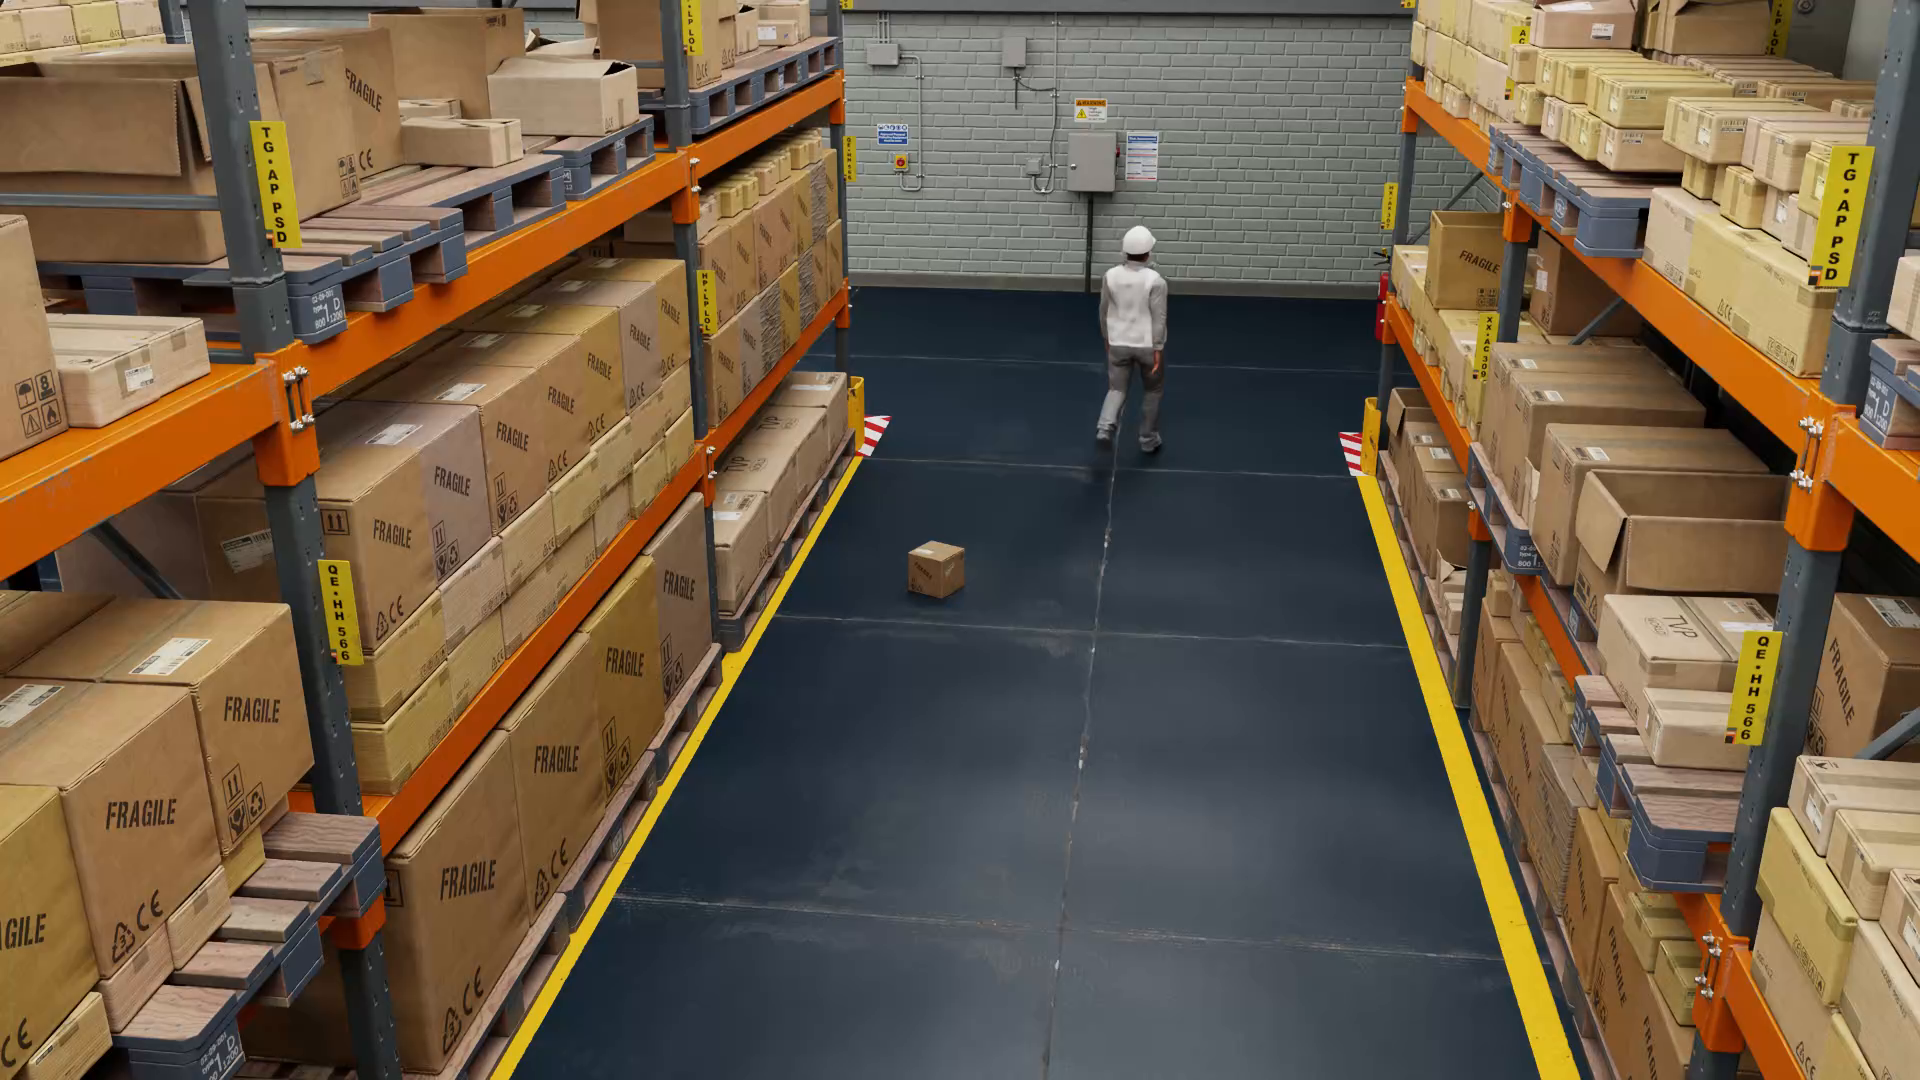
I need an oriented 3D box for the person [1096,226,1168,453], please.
[{"bbox_3d":[1.278,-1.460,12.337,0.539,1.746,0.831,9,23,23],"label":"person"}]
